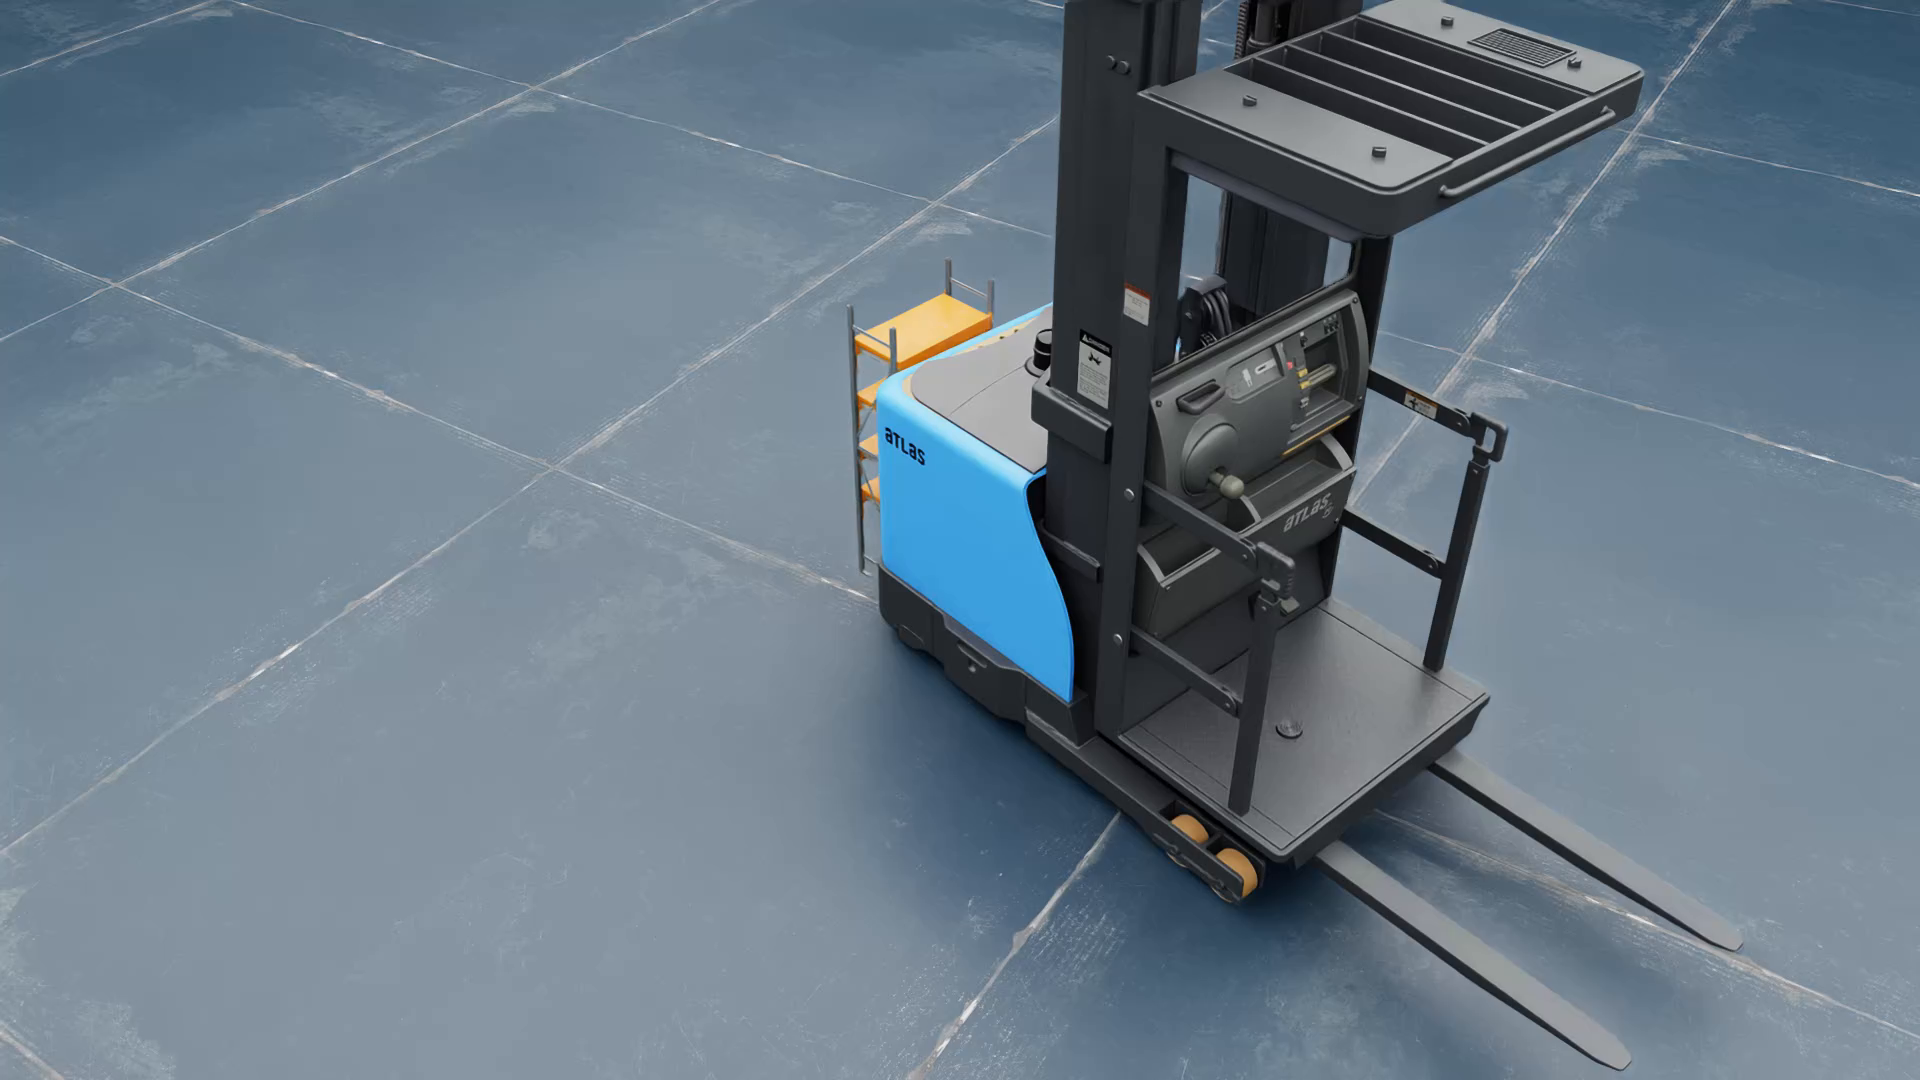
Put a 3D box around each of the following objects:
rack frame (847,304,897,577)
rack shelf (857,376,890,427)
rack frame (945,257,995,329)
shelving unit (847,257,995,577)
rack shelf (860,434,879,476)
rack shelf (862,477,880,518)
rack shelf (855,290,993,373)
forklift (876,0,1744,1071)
[{"bbox_3d":[-0.310,-0.304,6.162,0.240,1.200,0.015,31,47,34],"label":"rack frame"},{"bbox_3d":[-0.137,-0.533,6.203,0.258,0.148,0.480,31,47,34],"label":"rack shelf"},{"bbox_3d":[0.035,-0.515,6.435,0.240,1.200,0.015,31,47,34],"label":"rack frame"},{"bbox_3d":[-0.137,-0.410,6.299,0.258,1.200,0.503,31,47,34],"label":"shelving unit"},{"bbox_3d":[-0.137,-0.356,6.340,0.258,0.148,0.480,31,47,34],"label":"rack shelf"},{"bbox_3d":[-0.137,-0.199,6.461,0.258,0.148,0.480,31,47,34],"label":"rack shelf"},{"bbox_3d":[-0.137,-0.721,6.059,0.258,0.148,0.480,31,47,34],"label":"rack shelf"},{"bbox_3d":[1.046,-0.370,4.830,1.130,2.935,3.031,-28,46,-32],"label":"forklift"}]
